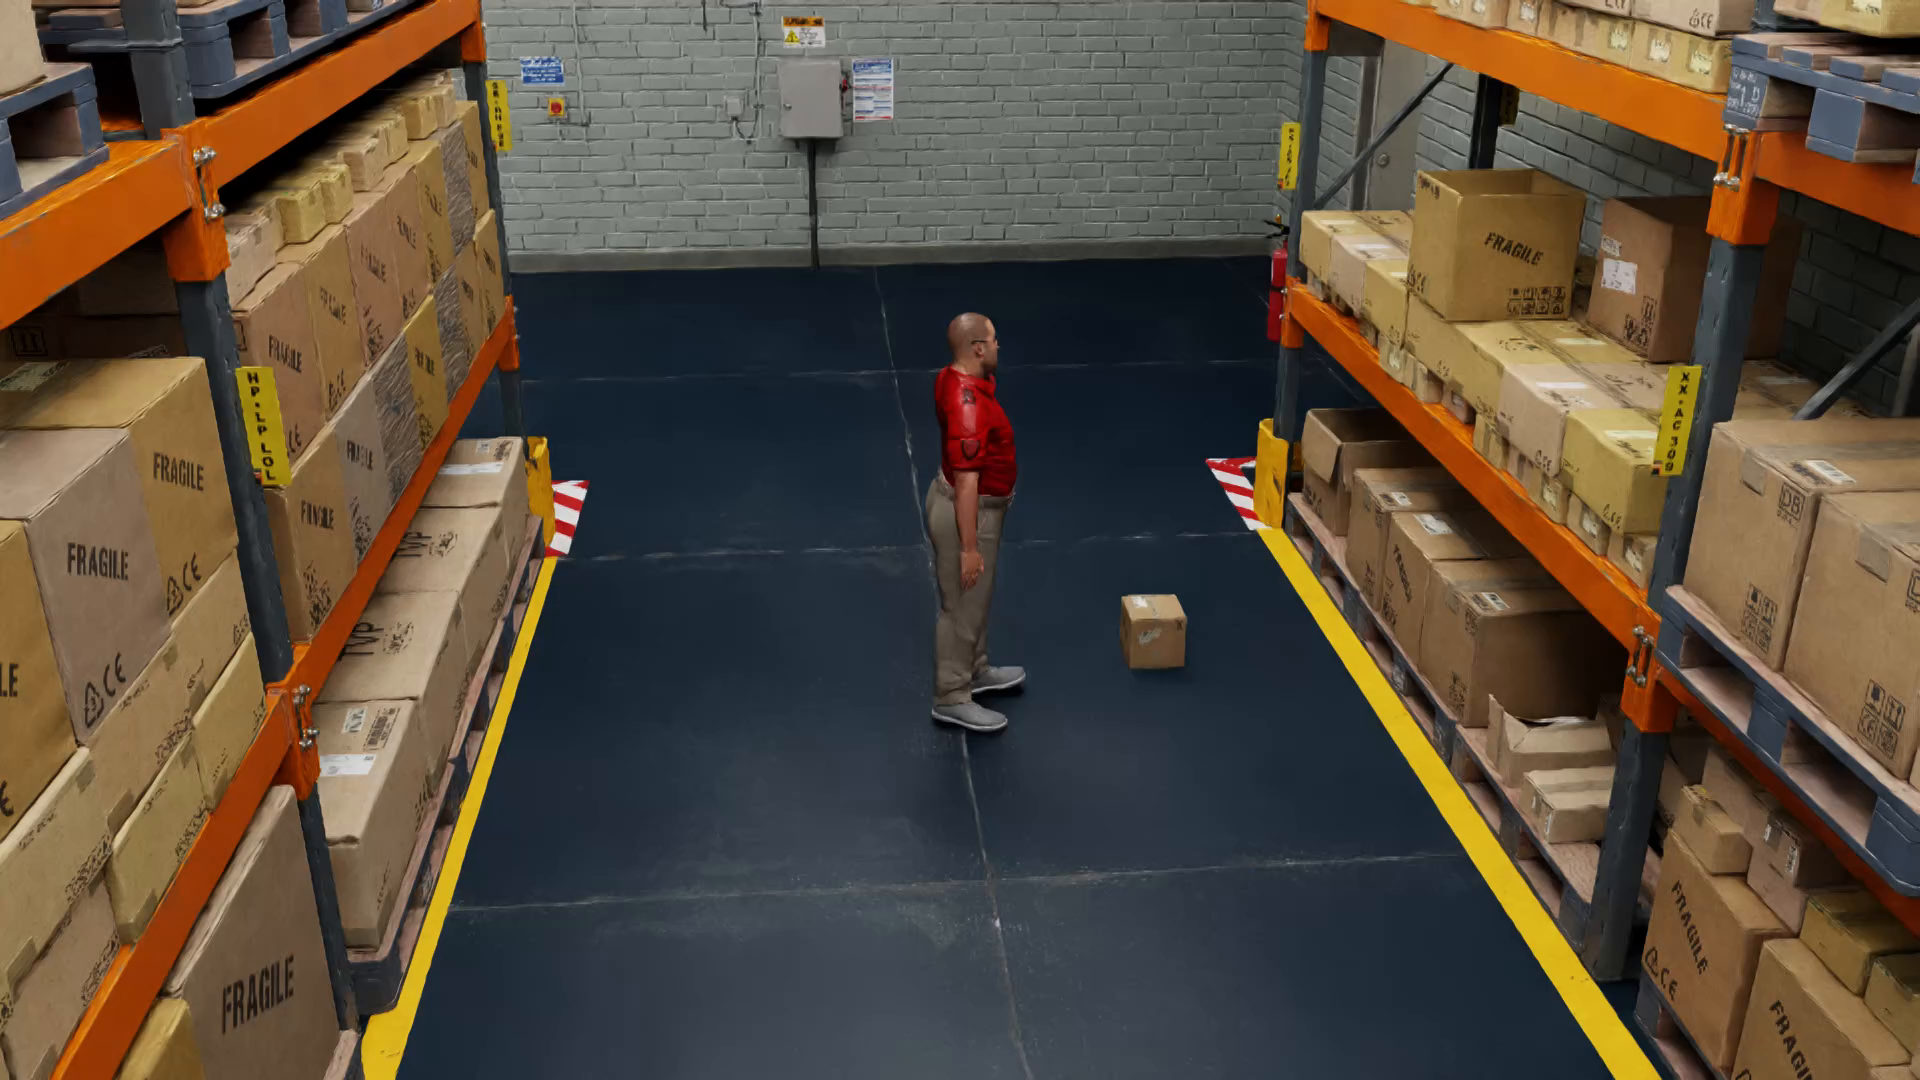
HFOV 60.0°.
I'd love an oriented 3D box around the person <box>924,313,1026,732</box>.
[{"bbox_3d":[0.088,-0.078,6.752,0.449,1.730,0.640,-3,24,-6],"label":"person"}]
